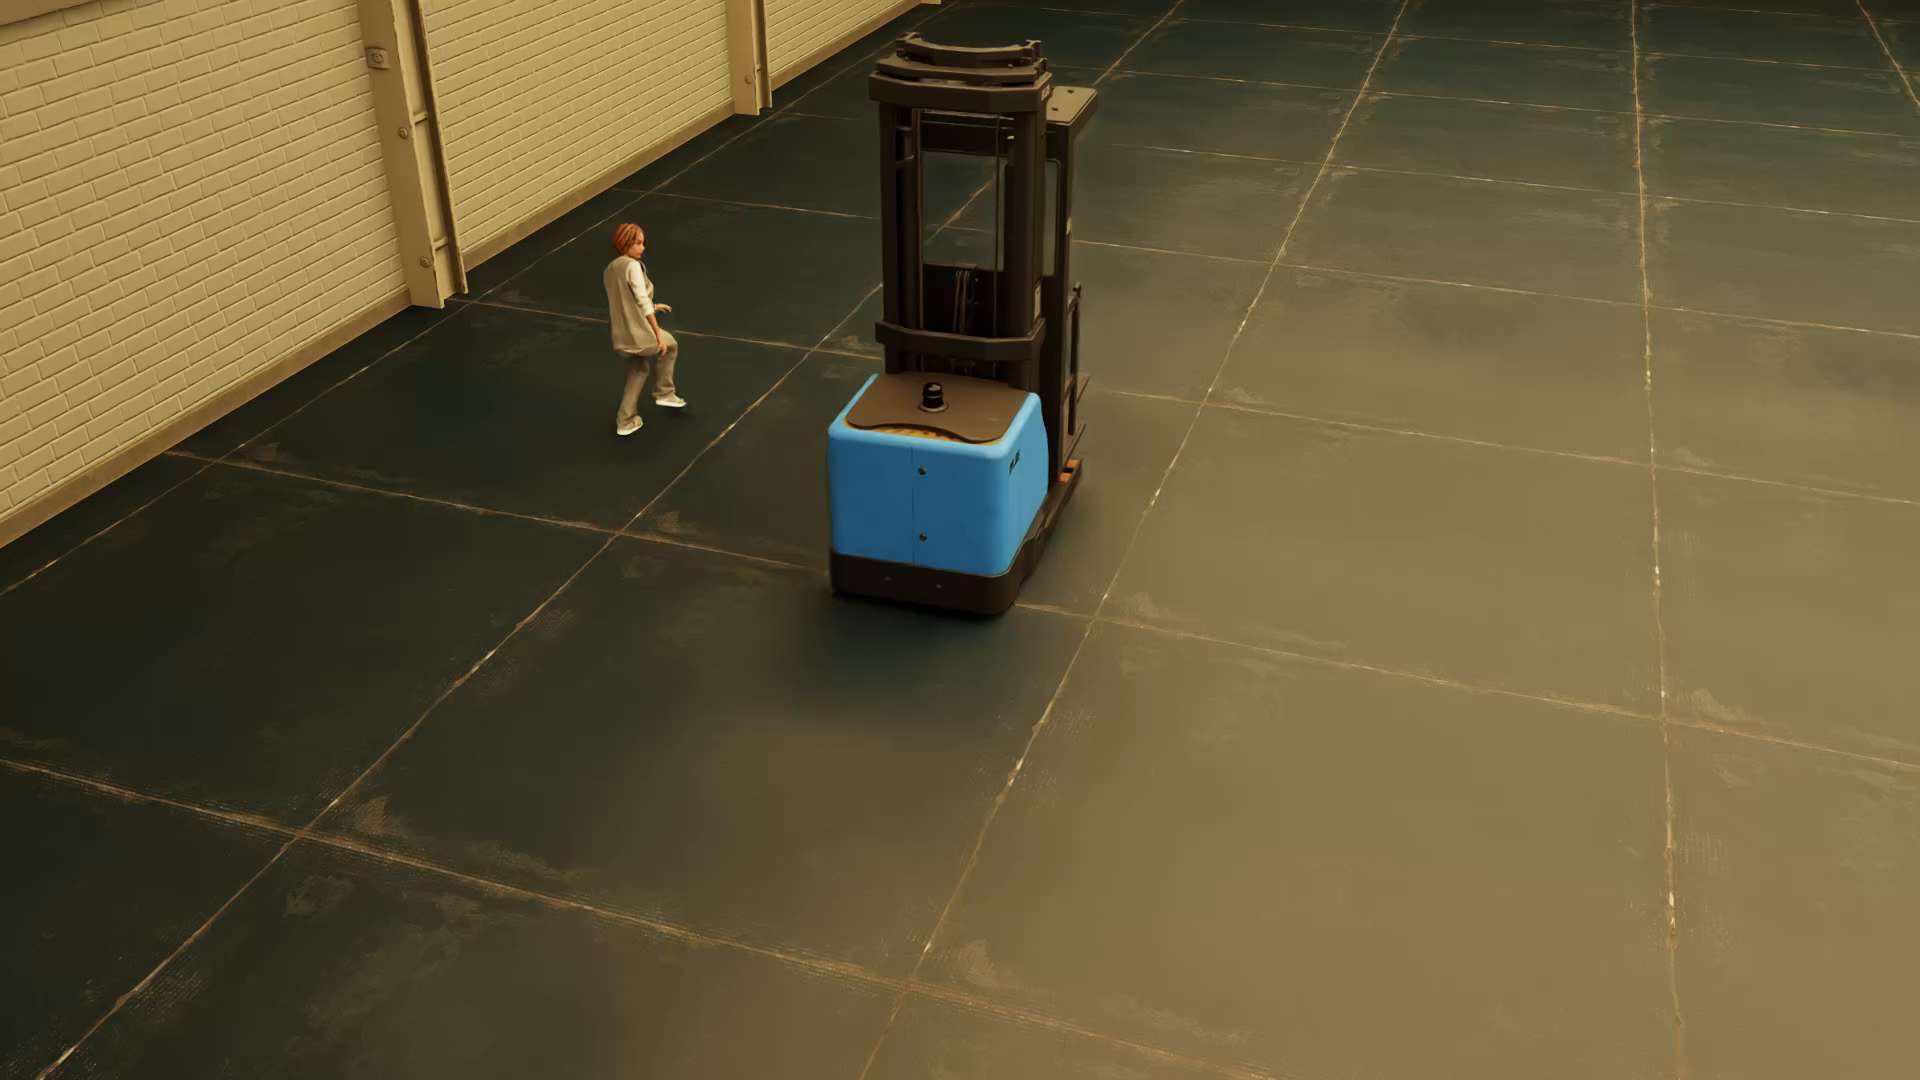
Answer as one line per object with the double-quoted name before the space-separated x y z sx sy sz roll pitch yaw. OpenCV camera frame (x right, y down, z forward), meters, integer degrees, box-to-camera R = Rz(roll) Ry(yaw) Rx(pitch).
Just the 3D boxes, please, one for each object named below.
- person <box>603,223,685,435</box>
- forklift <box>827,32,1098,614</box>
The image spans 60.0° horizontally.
"person" -2.064 -1.415 11.174 0.636 1.421 0.688 14 33 23
"forklift" 0.160 -1.580 9.908 1.130 2.935 3.031 8 31 14
